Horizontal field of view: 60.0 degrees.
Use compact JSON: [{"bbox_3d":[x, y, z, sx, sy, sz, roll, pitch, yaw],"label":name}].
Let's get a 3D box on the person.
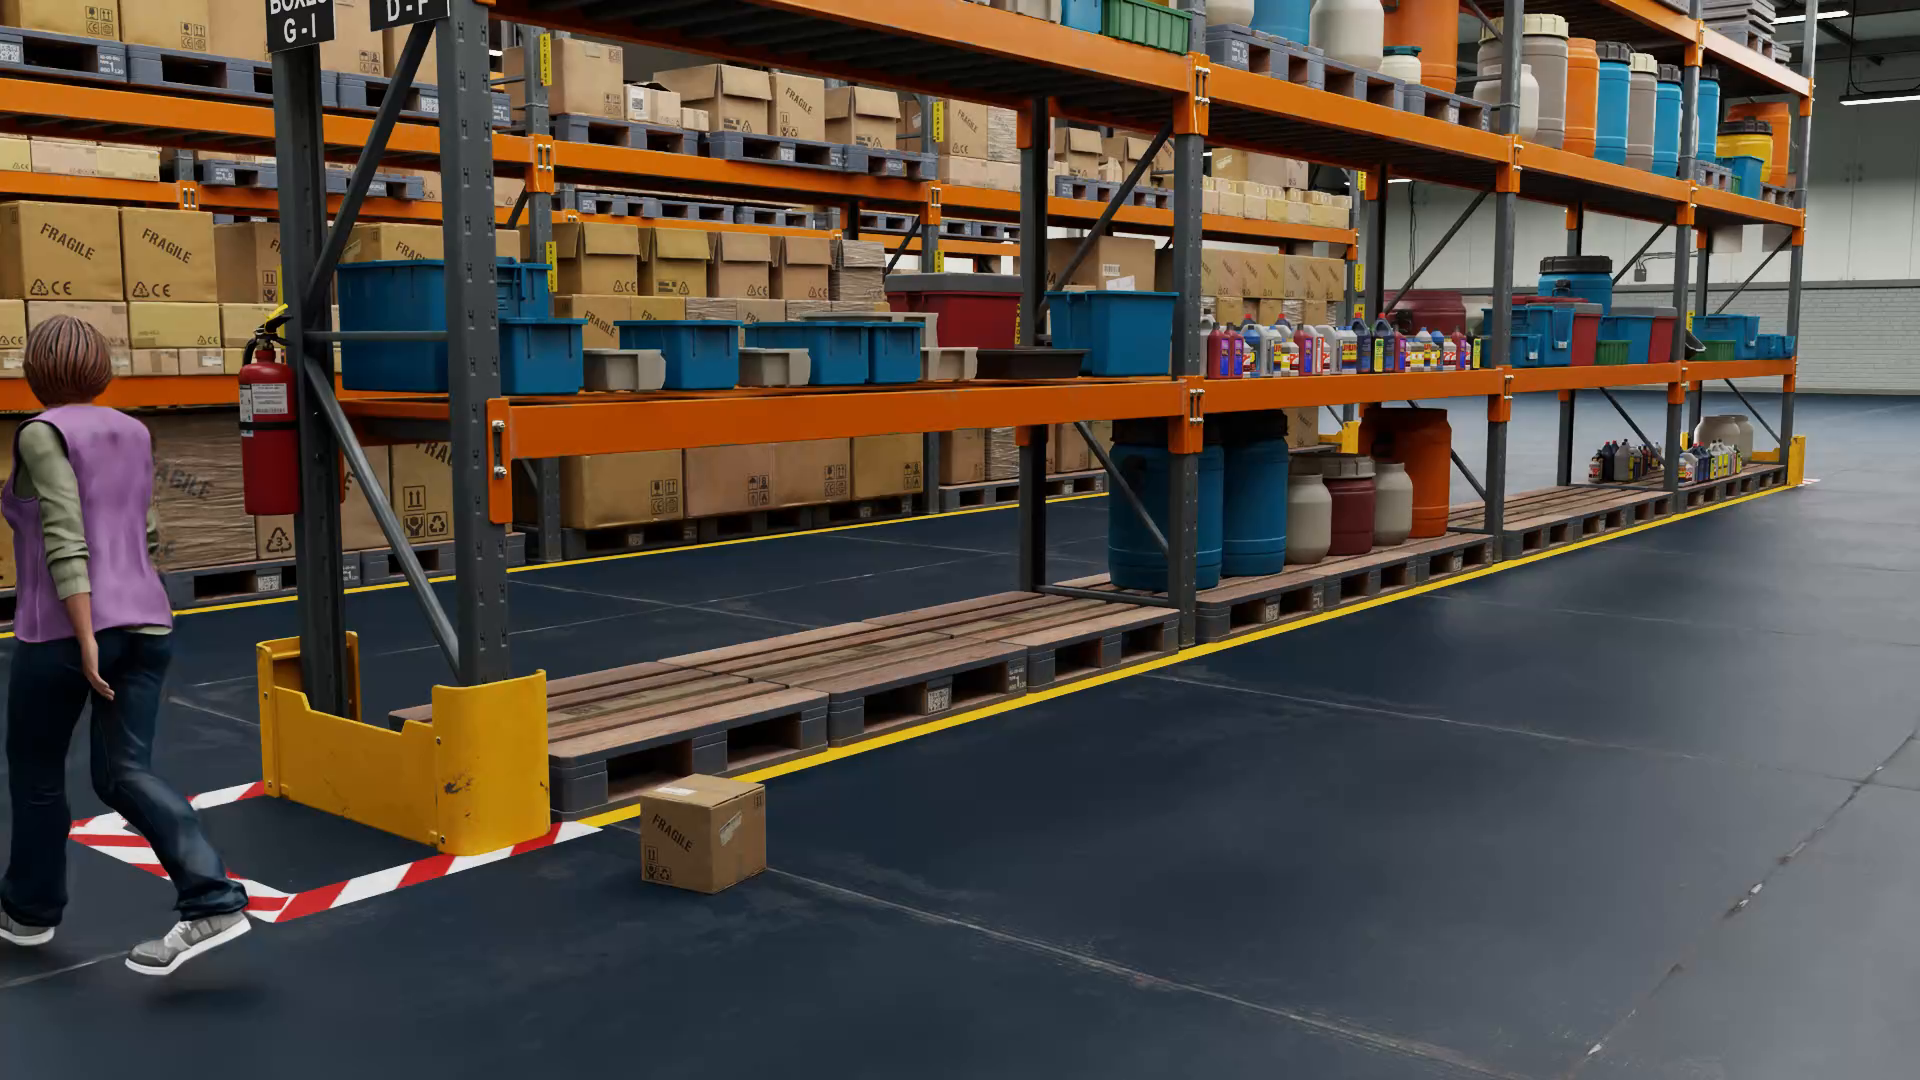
[{"bbox_3d":[-2.067,0.230,4.001,0.877,1.538,0.459,2,7,19],"label":"person"}]
